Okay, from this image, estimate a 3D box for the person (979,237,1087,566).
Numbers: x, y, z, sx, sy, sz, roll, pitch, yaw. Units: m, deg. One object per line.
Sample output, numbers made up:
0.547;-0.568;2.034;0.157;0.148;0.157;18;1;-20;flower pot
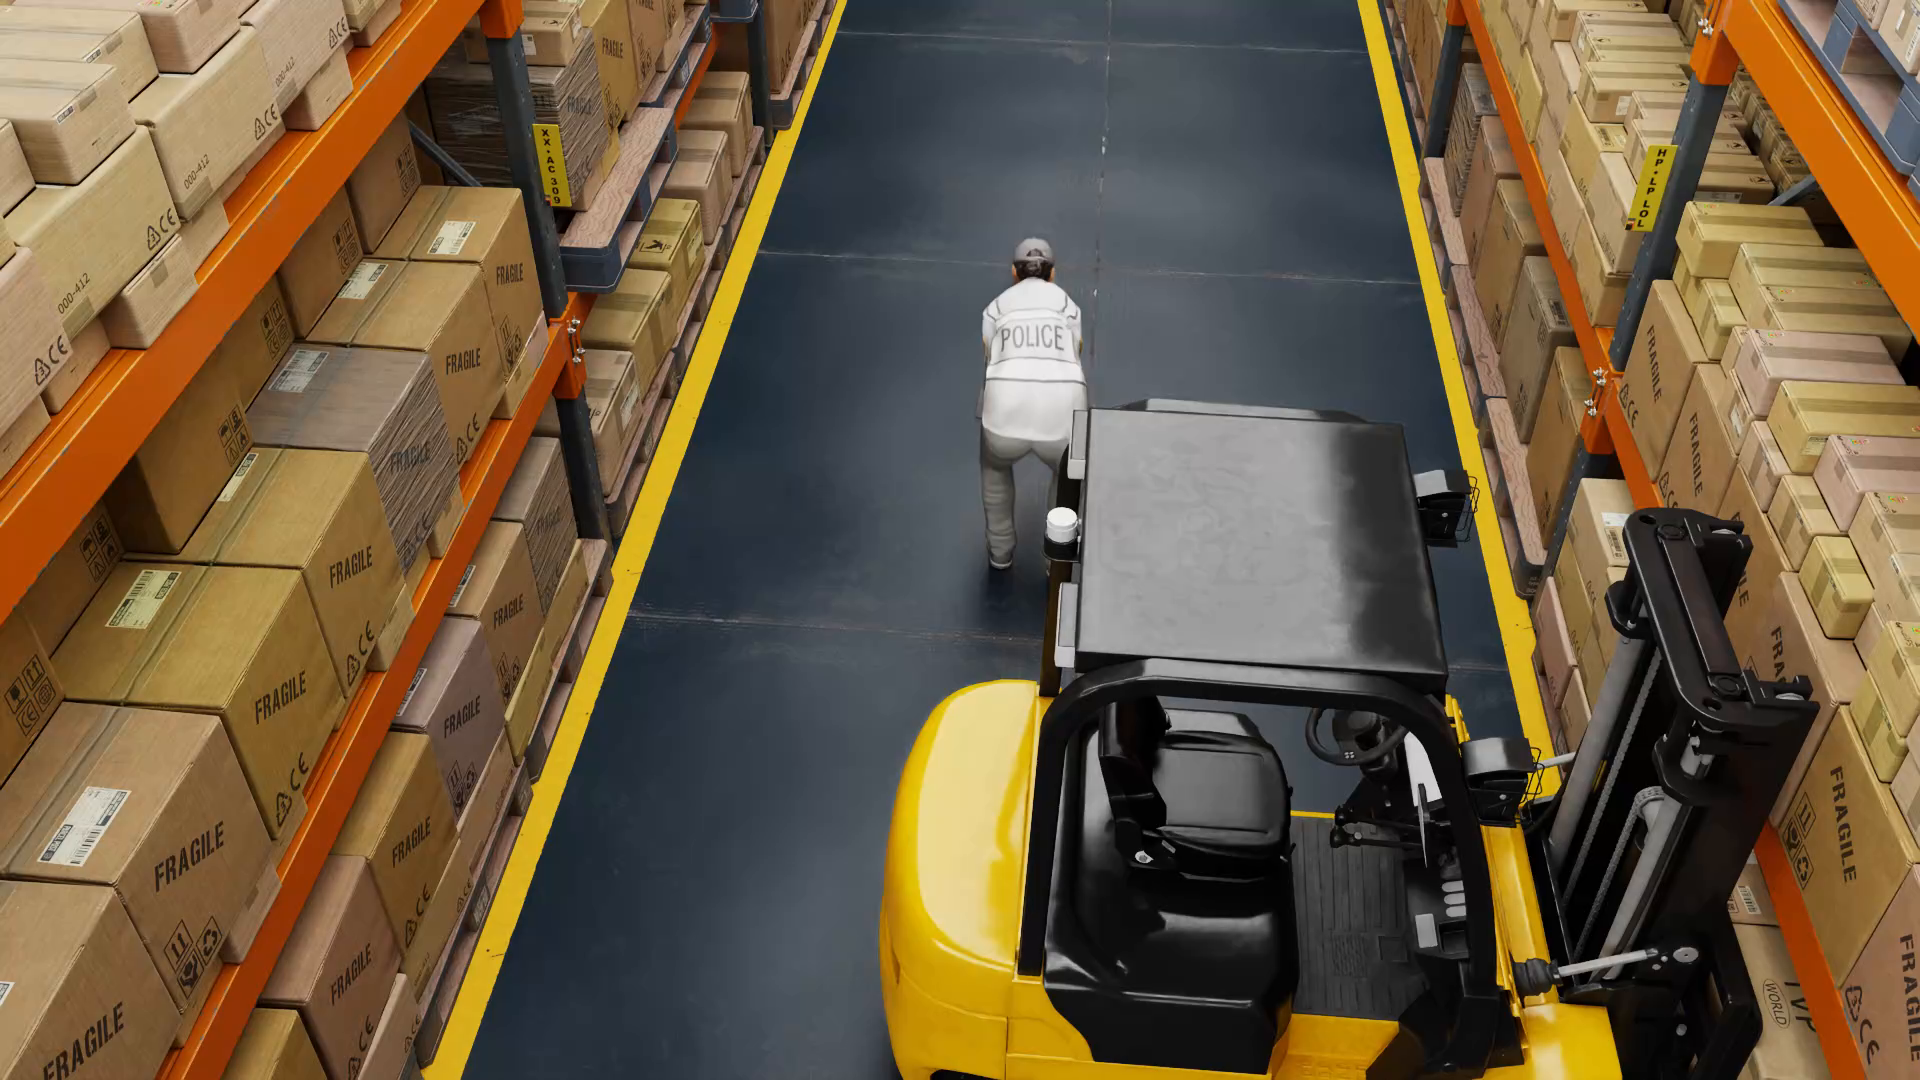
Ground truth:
0.313;-0.554;7.018;0.456;1.250;0.872;2;40;2;person
